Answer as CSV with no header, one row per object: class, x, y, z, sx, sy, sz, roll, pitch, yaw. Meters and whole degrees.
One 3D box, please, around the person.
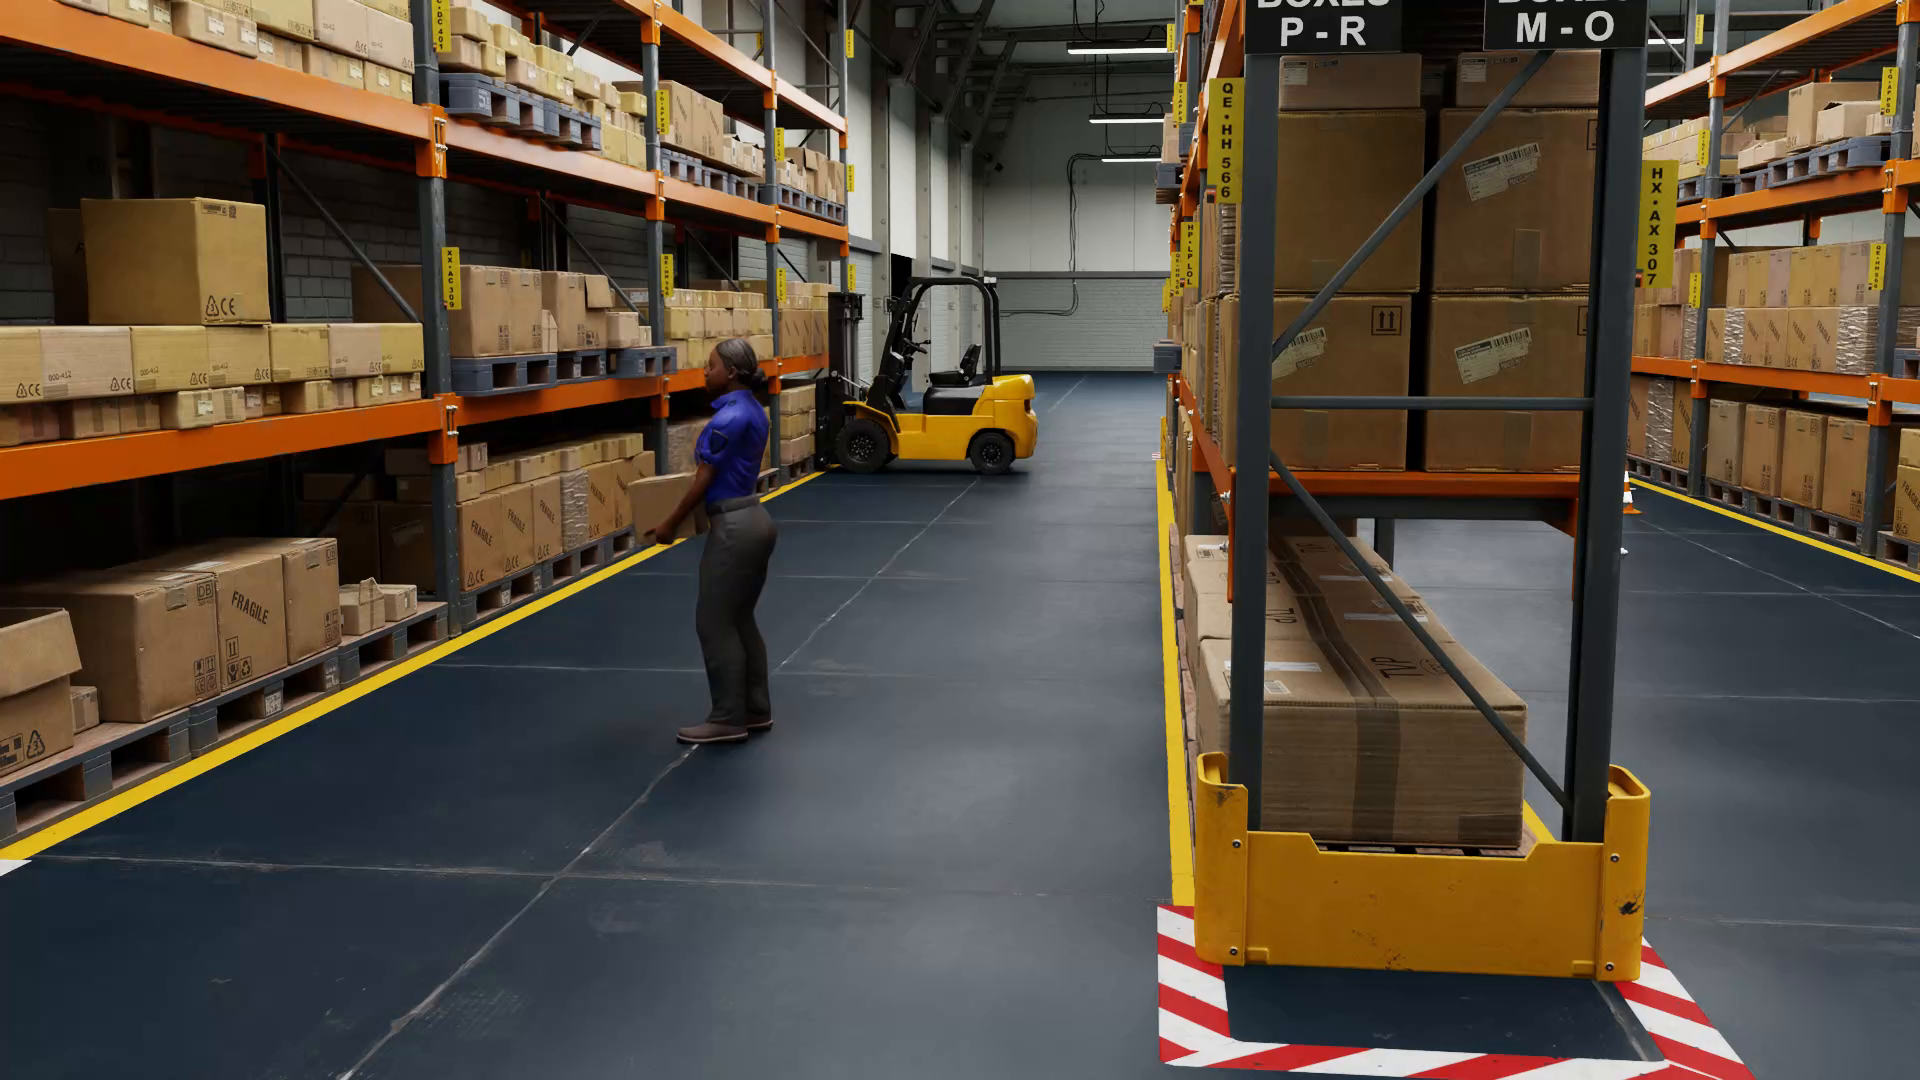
person,-1.020,0.002,6.840,0.505,1.656,0.423,1,8,5
